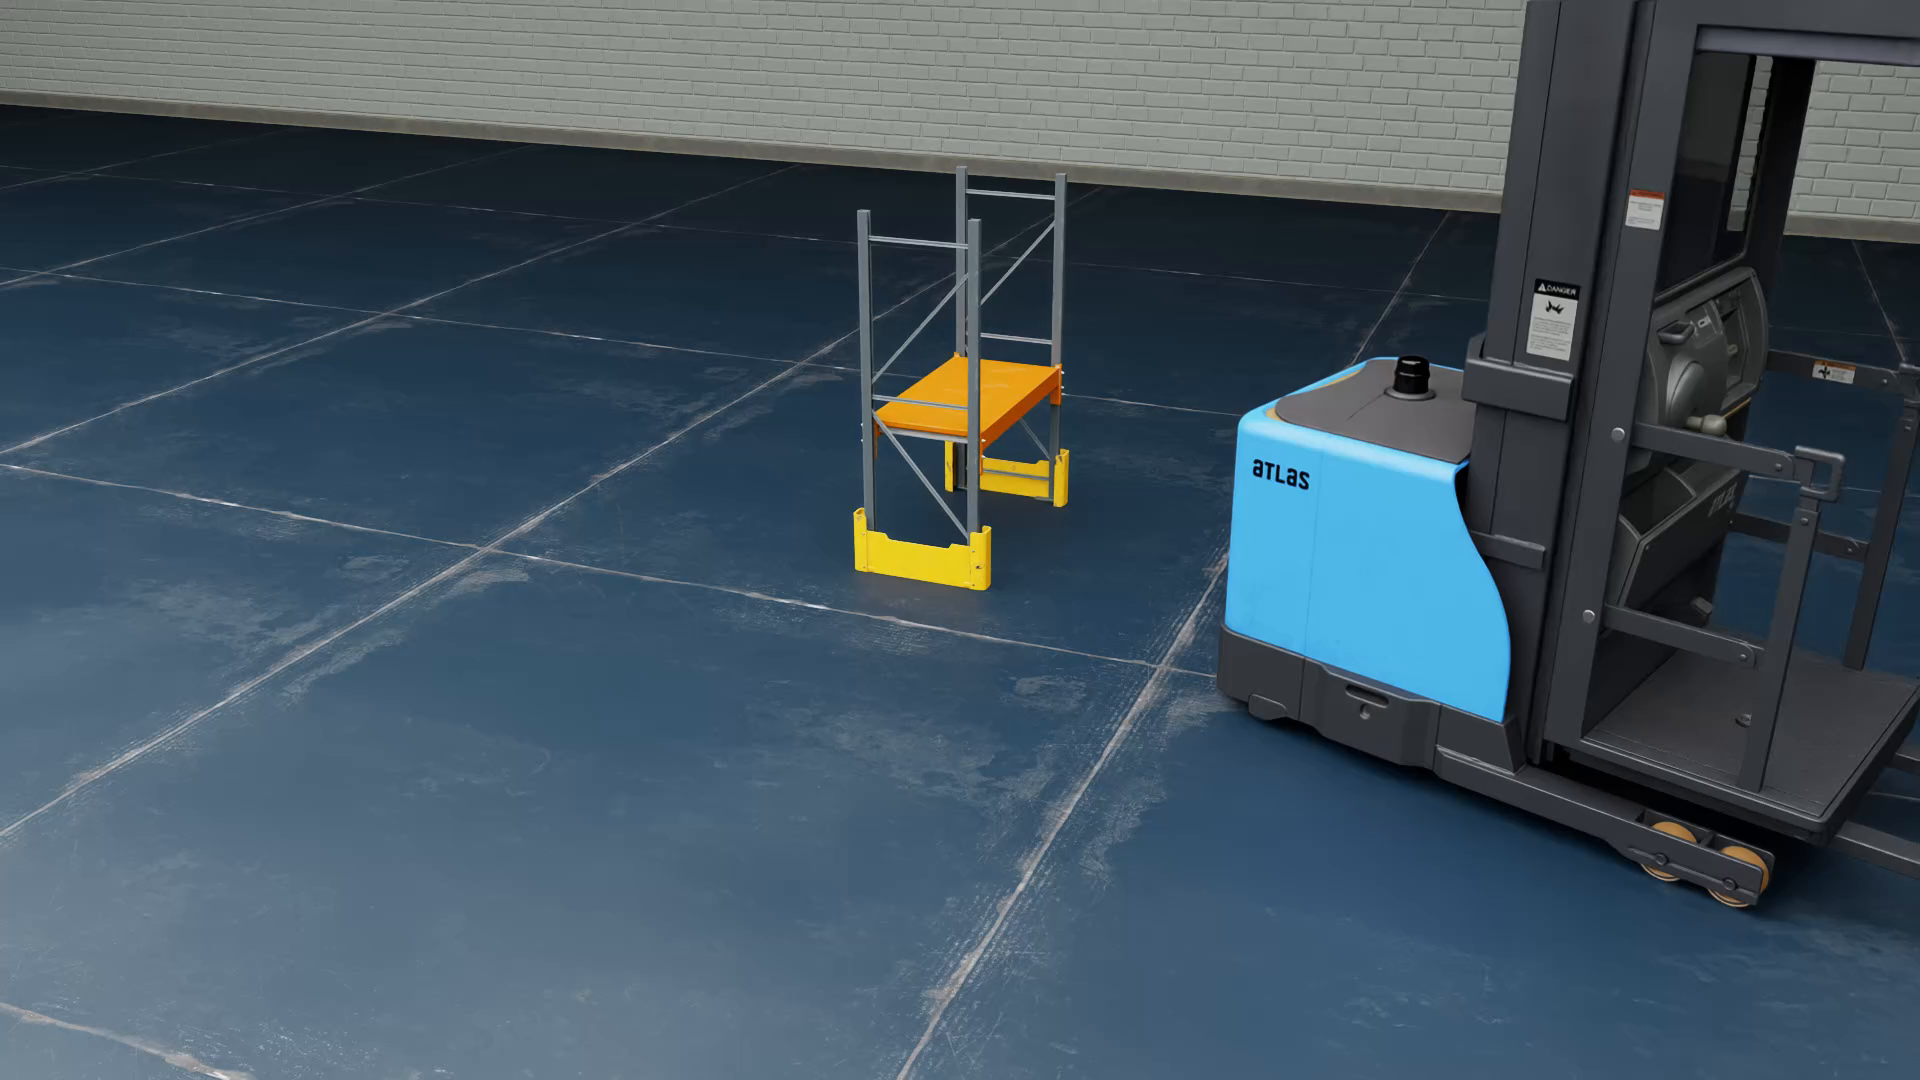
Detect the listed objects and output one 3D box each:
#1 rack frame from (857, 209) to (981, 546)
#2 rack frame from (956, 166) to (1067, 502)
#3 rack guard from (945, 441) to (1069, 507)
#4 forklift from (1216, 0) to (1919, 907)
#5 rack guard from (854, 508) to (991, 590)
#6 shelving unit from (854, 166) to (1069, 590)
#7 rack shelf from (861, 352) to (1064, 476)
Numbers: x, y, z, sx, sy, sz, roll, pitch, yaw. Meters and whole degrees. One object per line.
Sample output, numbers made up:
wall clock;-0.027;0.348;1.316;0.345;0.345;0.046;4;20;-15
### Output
rack frame;-0.157;-0.541;6.598;0.500;1.500;0.032;9;24;20
rack frame;0.221;-0.904;7.470;0.500;1.500;0.032;9;24;20
rack guard;0.213;-0.321;7.694;0.587;0.250;0.087;9;24;20
forklift;2.338;-0.536;4.729;3.031;2.935;1.130;19;29;38
rack guard;-0.157;0.036;6.840;0.587;0.250;0.087;9;24;20
shelving unit;0.028;-0.719;7.026;0.587;1.500;1.083;9;24;20
rack shelf;0.032;-0.557;7.103;0.538;0.185;1.000;9;24;20
